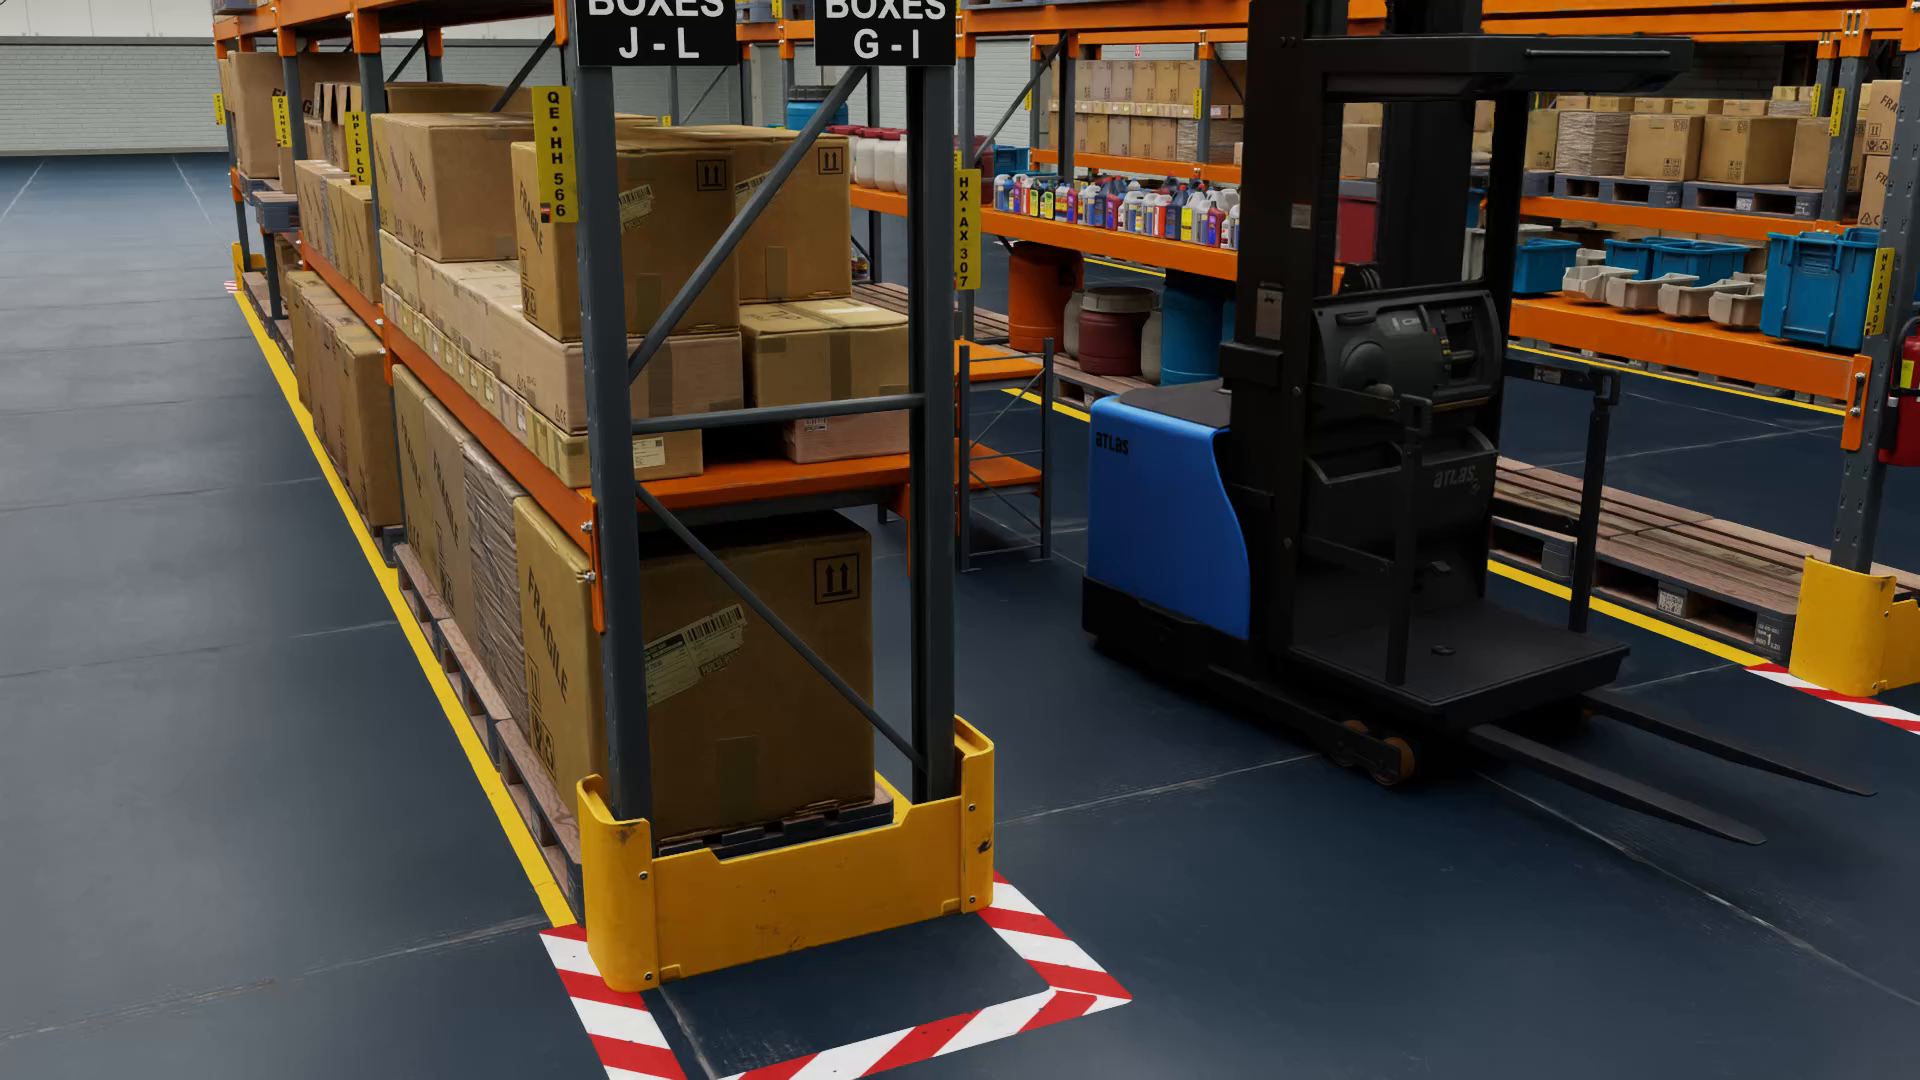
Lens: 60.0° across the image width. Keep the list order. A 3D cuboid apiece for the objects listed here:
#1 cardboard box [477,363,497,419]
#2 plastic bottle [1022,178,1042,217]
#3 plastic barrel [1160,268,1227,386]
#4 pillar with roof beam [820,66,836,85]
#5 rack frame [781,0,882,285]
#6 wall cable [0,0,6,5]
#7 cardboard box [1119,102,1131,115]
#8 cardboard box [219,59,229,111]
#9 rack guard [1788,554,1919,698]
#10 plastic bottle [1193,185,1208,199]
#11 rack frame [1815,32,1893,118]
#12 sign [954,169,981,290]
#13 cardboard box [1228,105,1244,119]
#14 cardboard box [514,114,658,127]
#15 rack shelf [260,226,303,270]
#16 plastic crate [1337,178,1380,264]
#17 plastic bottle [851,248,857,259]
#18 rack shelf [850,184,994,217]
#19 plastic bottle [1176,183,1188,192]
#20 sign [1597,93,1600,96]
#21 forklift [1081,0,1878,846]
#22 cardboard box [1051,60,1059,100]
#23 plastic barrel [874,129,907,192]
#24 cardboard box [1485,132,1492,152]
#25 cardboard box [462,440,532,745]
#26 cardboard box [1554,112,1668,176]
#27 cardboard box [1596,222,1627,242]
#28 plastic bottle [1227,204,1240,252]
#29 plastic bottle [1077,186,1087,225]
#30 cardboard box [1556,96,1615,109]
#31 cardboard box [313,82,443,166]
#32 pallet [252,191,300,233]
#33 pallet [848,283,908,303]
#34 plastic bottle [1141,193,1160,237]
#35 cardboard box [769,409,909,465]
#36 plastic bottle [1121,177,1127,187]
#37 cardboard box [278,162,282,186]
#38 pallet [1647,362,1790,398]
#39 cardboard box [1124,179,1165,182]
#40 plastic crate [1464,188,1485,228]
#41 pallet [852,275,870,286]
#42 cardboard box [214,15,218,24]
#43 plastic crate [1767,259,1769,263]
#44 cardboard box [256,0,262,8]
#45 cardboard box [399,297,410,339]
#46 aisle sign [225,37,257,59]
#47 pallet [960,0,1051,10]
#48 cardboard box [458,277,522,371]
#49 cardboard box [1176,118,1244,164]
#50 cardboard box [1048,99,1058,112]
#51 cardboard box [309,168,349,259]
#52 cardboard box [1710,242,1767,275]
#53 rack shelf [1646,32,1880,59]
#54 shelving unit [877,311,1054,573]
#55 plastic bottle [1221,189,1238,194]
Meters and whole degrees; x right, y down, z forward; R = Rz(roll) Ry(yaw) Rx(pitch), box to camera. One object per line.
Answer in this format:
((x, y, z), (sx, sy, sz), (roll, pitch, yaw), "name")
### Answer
((-1.391, -0.512, 5.553), (0.380, 0.149, 0.250), (-8, 18, -26), "cardboard box")
((0.560, -2.593, 12.573), (0.152, 0.276, 0.135), (-8, 18, -25), "plastic bottle")
((1.677, -1.428, 11.330), (0.600, 0.901, 0.708), (-8, 18, -25), "plastic barrel")
((-7.441, -14.340, 42.406), (9.100, 9.000, 0.400), (-8, 18, -25), "pillar with roof beam")
((-1.295, -3.905, 16.922), (1.000, 3.000, 0.127), (-8, 18, -25), "rack frame")
((-26.077, -16.209, 42.756), (2.305, 6.003, 0.169), (-8, 18, -25), "wall cable")
((2.174, -5.285, 20.372), (0.380, 0.149, 0.250), (-7, 17, -23), "cardboard box")
((-7.291, -4.676, 17.075), (0.500, 0.500, 0.500), (-8, 18, -25), "cardboard box")
((3.985, 0.276, 6.883), (1.175, 0.500, 0.348), (-8, 18, -25), "rack guard")
((1.562, -2.150, 10.893), (0.144, 0.351, 0.185), (-8, 18, -25), "plastic bottle")
((9.364, -4.111, 17.638), (1.000, 3.000, 0.127), (-8, 18, -25), "rack frame")
((0.012, -0.851, 4.566), (0.100, 0.325, 0.005), (-8, 18, -25), "sign")
((3.216, -4.953, 19.215), (0.380, 0.149, 0.250), (-8, 18, -25), "cardboard box")
((-1.585, -1.548, 7.081), (0.500, 0.500, 0.500), (-7, 18, -24), "cardboard box")
((-4.871, -2.465, 13.207), (1.077, 0.370, 4.000), (-8, 18, -25), "rack shelf")
((2.376, -1.730, 9.115), (0.402, 0.464, 0.583), (-8, 18, -25), "plastic crate")
((-1.206, -3.017, 17.965), (0.152, 0.276, 0.135), (-7, 17, -23), "plastic bottle")
((-0.418, -3.064, 15.293), (1.077, 0.370, 4.000), (-8, 18, -25), "rack shelf")
((1.604, -2.439, 12.024), (0.061, 0.283, 0.133), (-8, 18, -25), "plastic bottle")
((8.109, -5.727, 21.171), (0.100, 0.325, 0.005), (-8, 18, -25), "sign")
((1.760, -0.705, 5.892), (1.130, 2.935, 3.031), (-10, 19, -32), "forklift")
((1.624, -6.036, 21.814), (0.700, 0.500, 0.500), (-8, 18, -25), "cardboard box")
((-0.562, -3.418, 14.976), (0.433, 0.535, 0.433), (0, 16, 0), "plastic barrel")
((7.131, -5.121, 21.393), (0.500, 0.250, 0.500), (-8, 18, -25), "cardboard box")
((-1.241, 0.113, 6.008), (0.875, 0.875, 0.875), (-8, 18, -25), "cardboard box")
((5.518, -3.369, 14.109), (0.700, 0.500, 0.500), (-4, 17, -14), "cardboard box")
((8.220, -3.810, 20.324), (0.700, 0.500, 0.500), (-8, 18, -26), "cardboard box")
((1.747, -1.921, 10.231), (0.152, 0.276, 0.135), (-8, 18, -25), "plastic bottle")
((0.889, -2.387, 11.864), (0.097, 0.271, 0.097), (0, 16, 0), "plastic bottle")
((7.804, -5.232, 20.565), (0.700, 0.500, 0.500), (-8, 18, -25), "cardboard box")
((-3.689, -2.662, 10.589), (0.797, 0.503, 0.637), (-7, 17, -23), "cardboard box")
((-4.402, -2.387, 11.977), (1.213, 0.211, 1.003), (-8, 18, -25), "pallet")
((-0.916, -2.375, 16.644), (1.003, 0.211, 1.213), (-8, 18, -25), "pallet")
((1.307, -2.170, 11.099), (0.152, 0.276, 0.135), (-8, 18, -25), "plastic bottle")
((-0.349, -0.339, 4.948), (0.380, 0.149, 0.250), (-7, 18, -24), "cardboard box")
((1.239, -2.667, 12.839), (0.097, 0.271, 0.097), (0, 16, 0), "plastic bottle")
((-4.968, -2.833, 12.668), (0.396, 0.266, 0.258), (-8, 18, -26), "cardboard box")
((6.274, -1.376, 13.164), (1.003, 0.211, 1.213), (-8, 18, -25), "pallet")
((2.361, -4.392, 21.483), (0.500, 0.500, 0.500), (-8, 18, -25), "cardboard box")
((2.721, -1.868, 9.744), (0.392, 0.384, 0.575), (-8, 18, -25), "plastic crate")
((-1.551, -2.737, 17.904), (1.003, 0.211, 1.213), (-8, 18, -25), "pallet")
((-7.521, -5.518, 17.374), (0.500, 0.250, 0.500), (-7, 17, -23), "cardboard box")
((3.862, -1.143, 7.489), (0.416, 0.233, 0.300), (-8, 18, -25), "plastic crate")
((-4.870, -4.019, 12.153), (0.500, 0.250, 0.500), (-7, 17, -23), "cardboard box")
((-2.180, -0.959, 7.108), (0.380, 0.149, 0.250), (-7, 17, -23), "cardboard box")
((-7.796, -5.527, 17.861), (0.394, 0.787, 0.004), (-8, 18, -25), "aisle sign")
((0.705, -4.063, 12.376), (1.003, 0.211, 1.213), (-8, 18, -25), "pallet")
((-1.386, -0.742, 5.632), (0.500, 0.250, 0.500), (-8, 18, -27), "cardboard box")
((2.960, -4.660, 19.371), (0.700, 0.500, 0.500), (-8, 18, -26), "cardboard box")
((1.386, -5.731, 21.928), (0.380, 0.149, 0.250), (-8, 18, -25), "cardboard box")
((-3.571, -1.956, 9.946), (0.500, 0.500, 0.500), (-8, 18, -26), "cardboard box")
((6.234, -2.287, 13.657), (0.500, 0.250, 0.500), (-8, 18, -25), "cardboard box")
((8.487, -5.703, 19.051), (1.077, 0.370, 4.000), (-8, 18, -25), "rack shelf")
((0.003, -0.539, 8.590), (0.538, 1.125, 1.048), (-8, 18, -25), "shelving unit")
((1.843, -2.310, 11.587), (0.152, 0.276, 0.135), (-8, 18, -25), "plastic bottle")
